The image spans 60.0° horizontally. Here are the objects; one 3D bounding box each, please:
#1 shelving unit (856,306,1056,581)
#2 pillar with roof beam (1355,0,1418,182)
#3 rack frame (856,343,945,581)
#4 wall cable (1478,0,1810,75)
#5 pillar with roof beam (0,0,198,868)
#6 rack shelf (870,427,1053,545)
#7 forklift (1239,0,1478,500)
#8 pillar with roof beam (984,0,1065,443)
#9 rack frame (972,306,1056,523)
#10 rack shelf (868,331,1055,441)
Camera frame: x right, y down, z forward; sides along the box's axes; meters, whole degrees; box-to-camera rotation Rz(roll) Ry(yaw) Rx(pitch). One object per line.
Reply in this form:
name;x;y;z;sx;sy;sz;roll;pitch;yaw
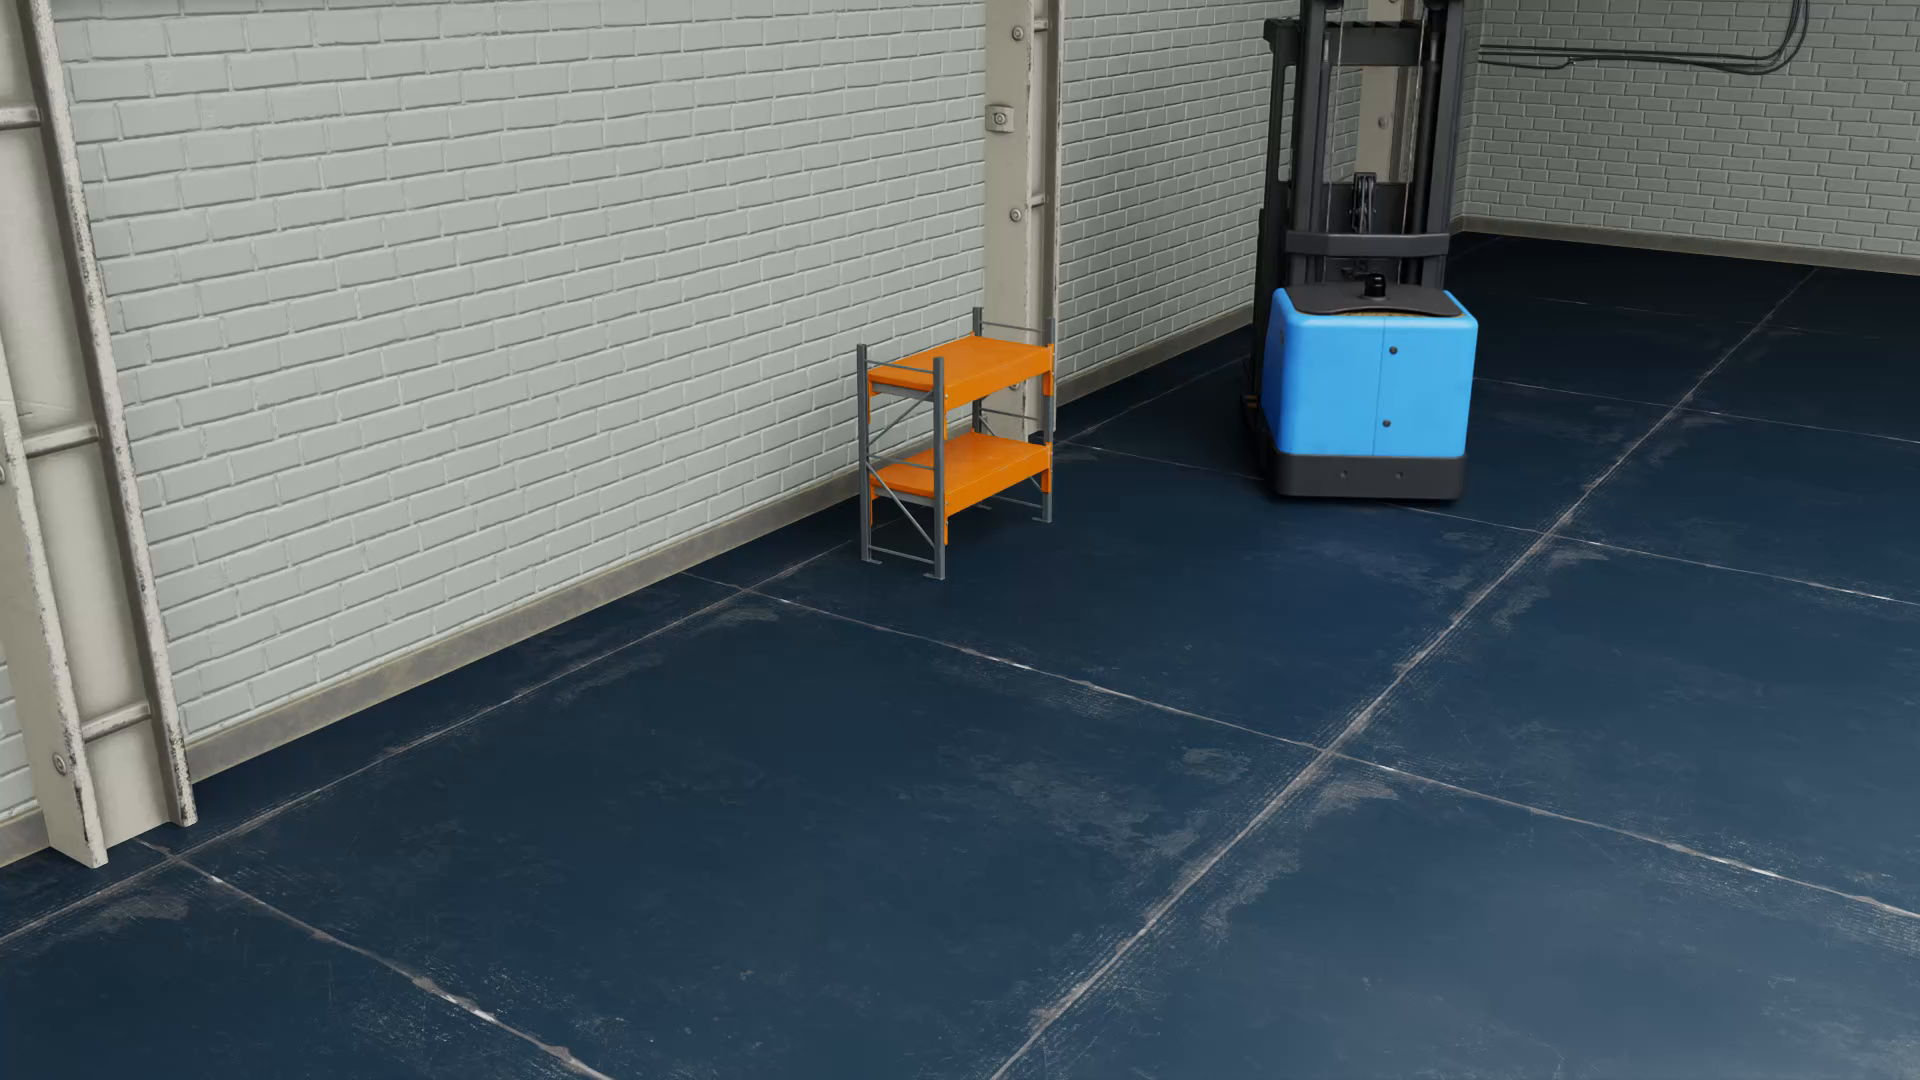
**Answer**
shelving unit;-0.004;-0.526;8.565;0.538;1.125;1.048;13;24;32
pillar with roof beam;7.314;-5.781;11.423;9.100;9.000;0.400;13;24;32
rack frame;-0.290;-0.380;8.170;0.500;1.125;0.032;13;24;32
wall cable;6.503;-5.752;15.819;3.097;2.526;0.112;13;24;32
pillar with roof beam;0.568;-2.338;2.115;9.100;9.000;0.400;13;24;32
rack shelf;-0.004;-0.296;8.649;0.538;0.278;1.000;13;24;32
forklift;2.375;-2.064;10.119;1.130;2.935;3.031;1;20;4
pillar with roof beam;3.941;-4.060;6.769;9.100;9.000;0.400;13;24;32
rack frame;0.282;-0.671;8.959;0.500;1.125;0.032;13;24;32
rack shelf;-0.004;-0.800;8.463;0.538;0.278;1.000;13;24;32
